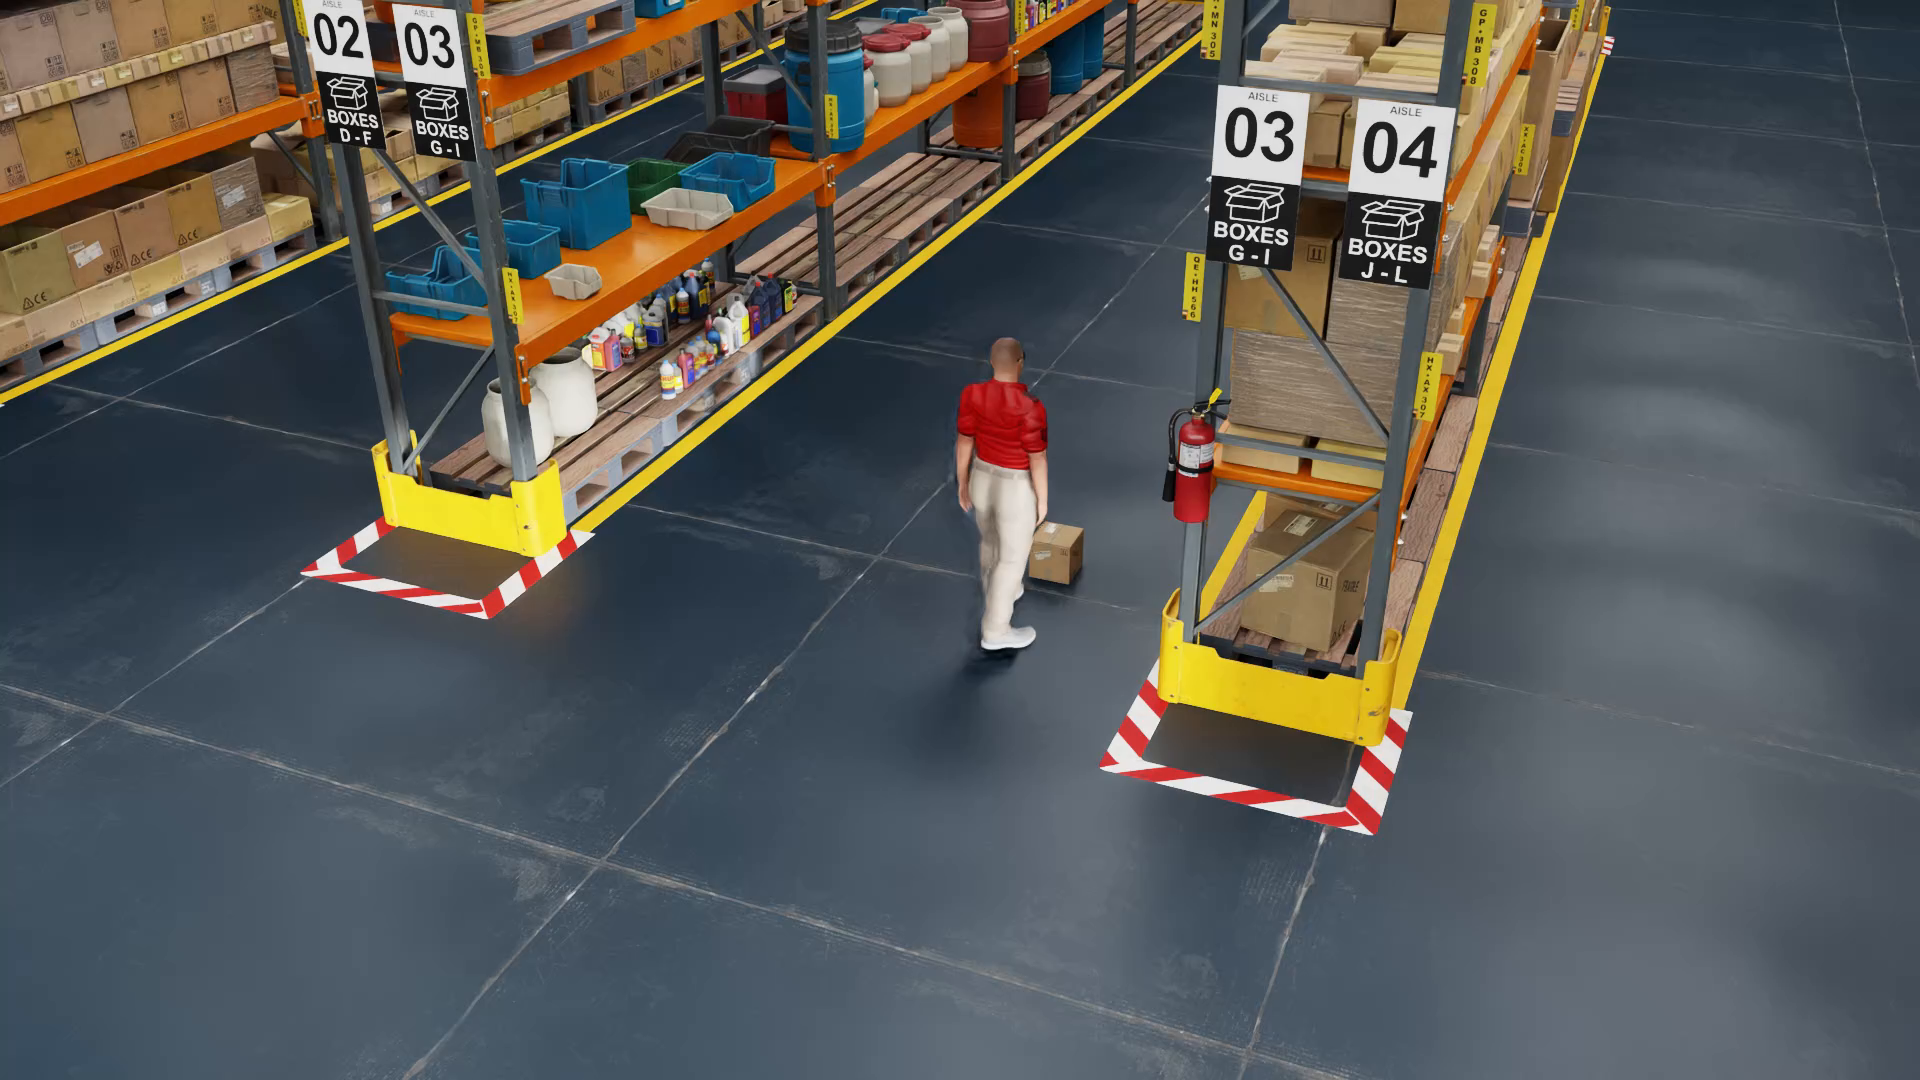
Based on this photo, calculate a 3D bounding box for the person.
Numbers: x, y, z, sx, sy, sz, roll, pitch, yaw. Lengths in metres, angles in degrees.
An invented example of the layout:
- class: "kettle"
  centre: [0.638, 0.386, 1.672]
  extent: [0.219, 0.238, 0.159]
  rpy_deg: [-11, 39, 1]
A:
- class: "person"
  centre: [0.270, -0.285, 8.895]
  extent: [0.533, 1.716, 0.665]
  rpy_deg: [21, 36, 32]
